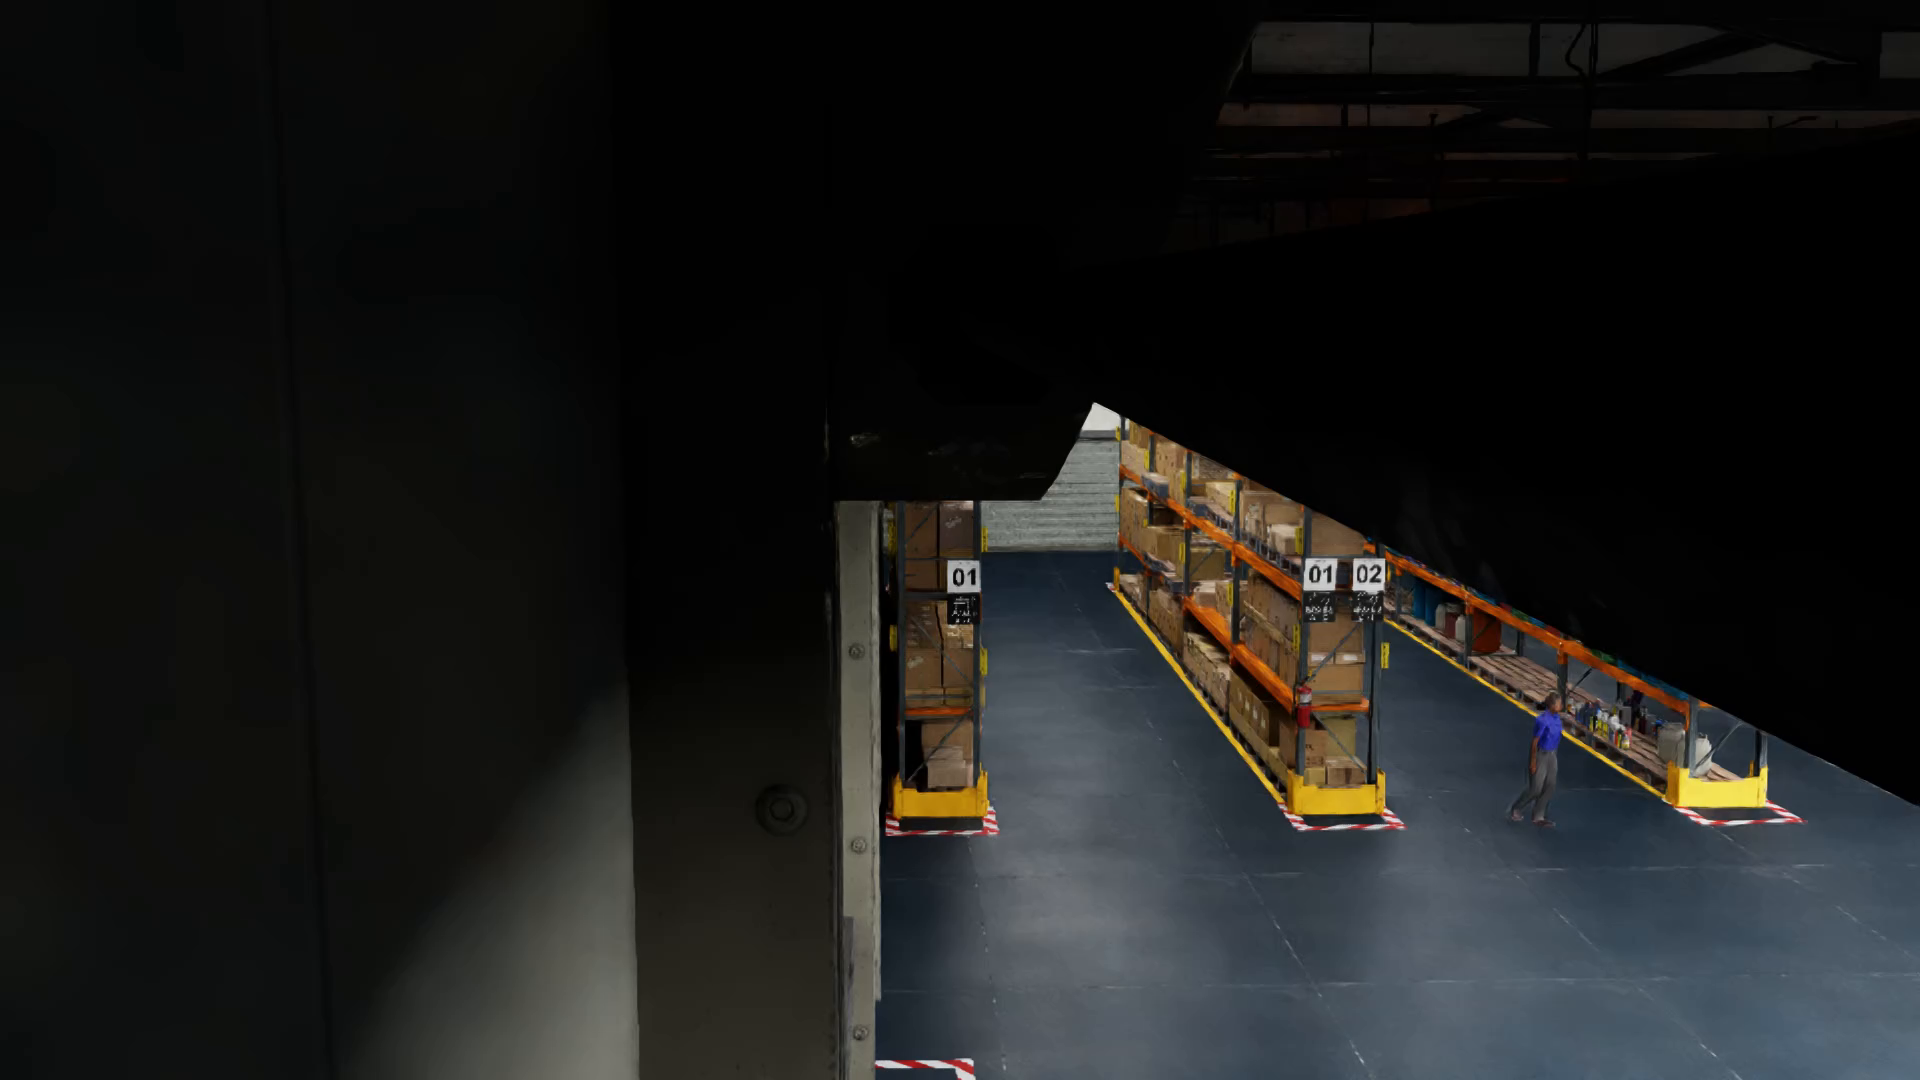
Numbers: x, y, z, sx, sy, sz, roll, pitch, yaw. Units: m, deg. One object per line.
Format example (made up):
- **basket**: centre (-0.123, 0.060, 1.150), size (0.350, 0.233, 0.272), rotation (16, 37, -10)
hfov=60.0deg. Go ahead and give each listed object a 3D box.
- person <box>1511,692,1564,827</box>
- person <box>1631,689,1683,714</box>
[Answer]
- **person**: centre (6.988, 2.636, 20.152), size (0.517, 1.646, 0.527), rotation (-7, 11, -39)
- **person**: centre (10.774, 1.900, 25.561), size (0.660, 1.538, 0.785), rotation (-4, 9, -25)
